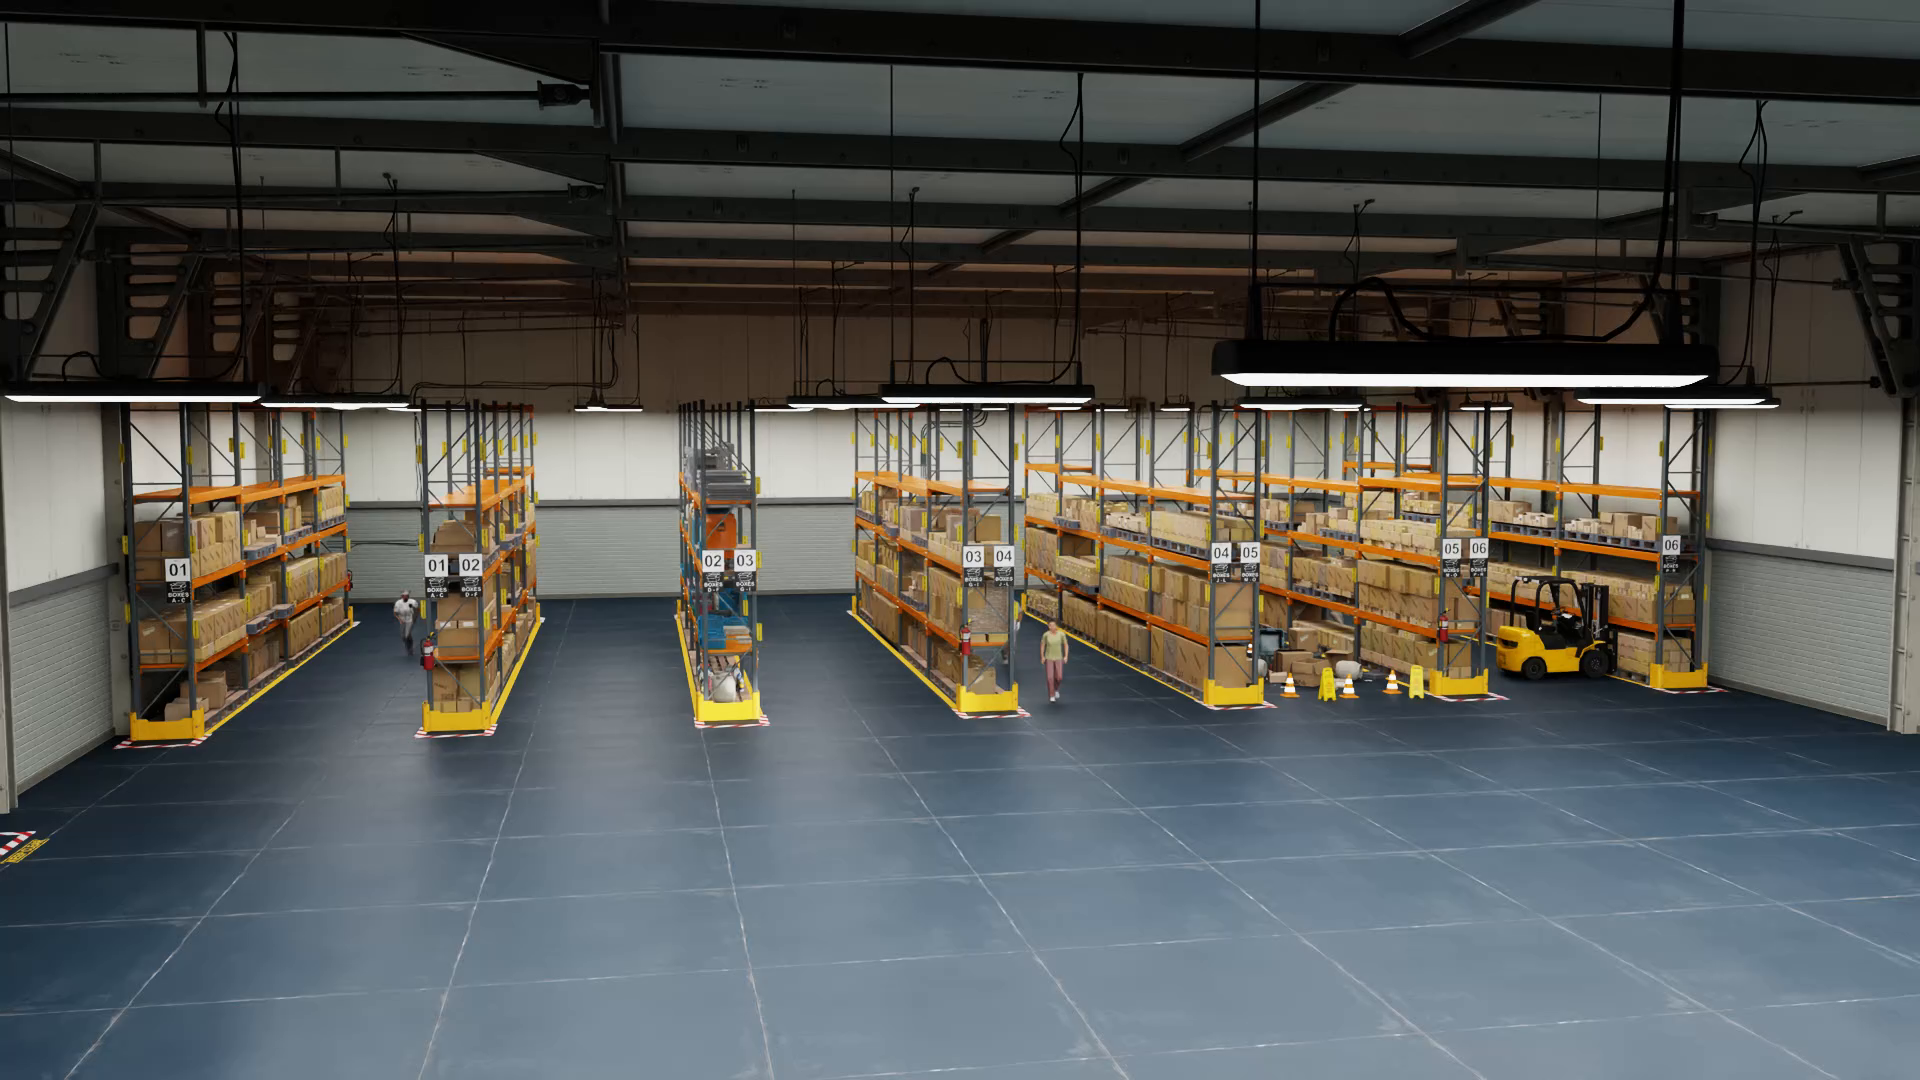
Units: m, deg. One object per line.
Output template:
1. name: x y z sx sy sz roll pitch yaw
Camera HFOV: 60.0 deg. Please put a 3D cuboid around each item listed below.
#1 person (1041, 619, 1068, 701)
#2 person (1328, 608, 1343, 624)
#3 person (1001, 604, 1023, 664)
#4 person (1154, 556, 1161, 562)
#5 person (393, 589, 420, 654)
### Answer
1. person: 1.894 2.391 33.319 0.545 1.655 0.502 0 4 3
2. person: 10.048 1.559 44.080 0.610 1.708 0.596 -3 5 -34
3. person: 1.083 2.017 38.015 0.719 1.686 0.633 0 4 -2
4. person: 5.731 1.116 49.444 0.679 1.754 0.486 -4 6 -41
5. person: -13.143 1.945 39.526 0.531 1.601 0.734 0 4 1
